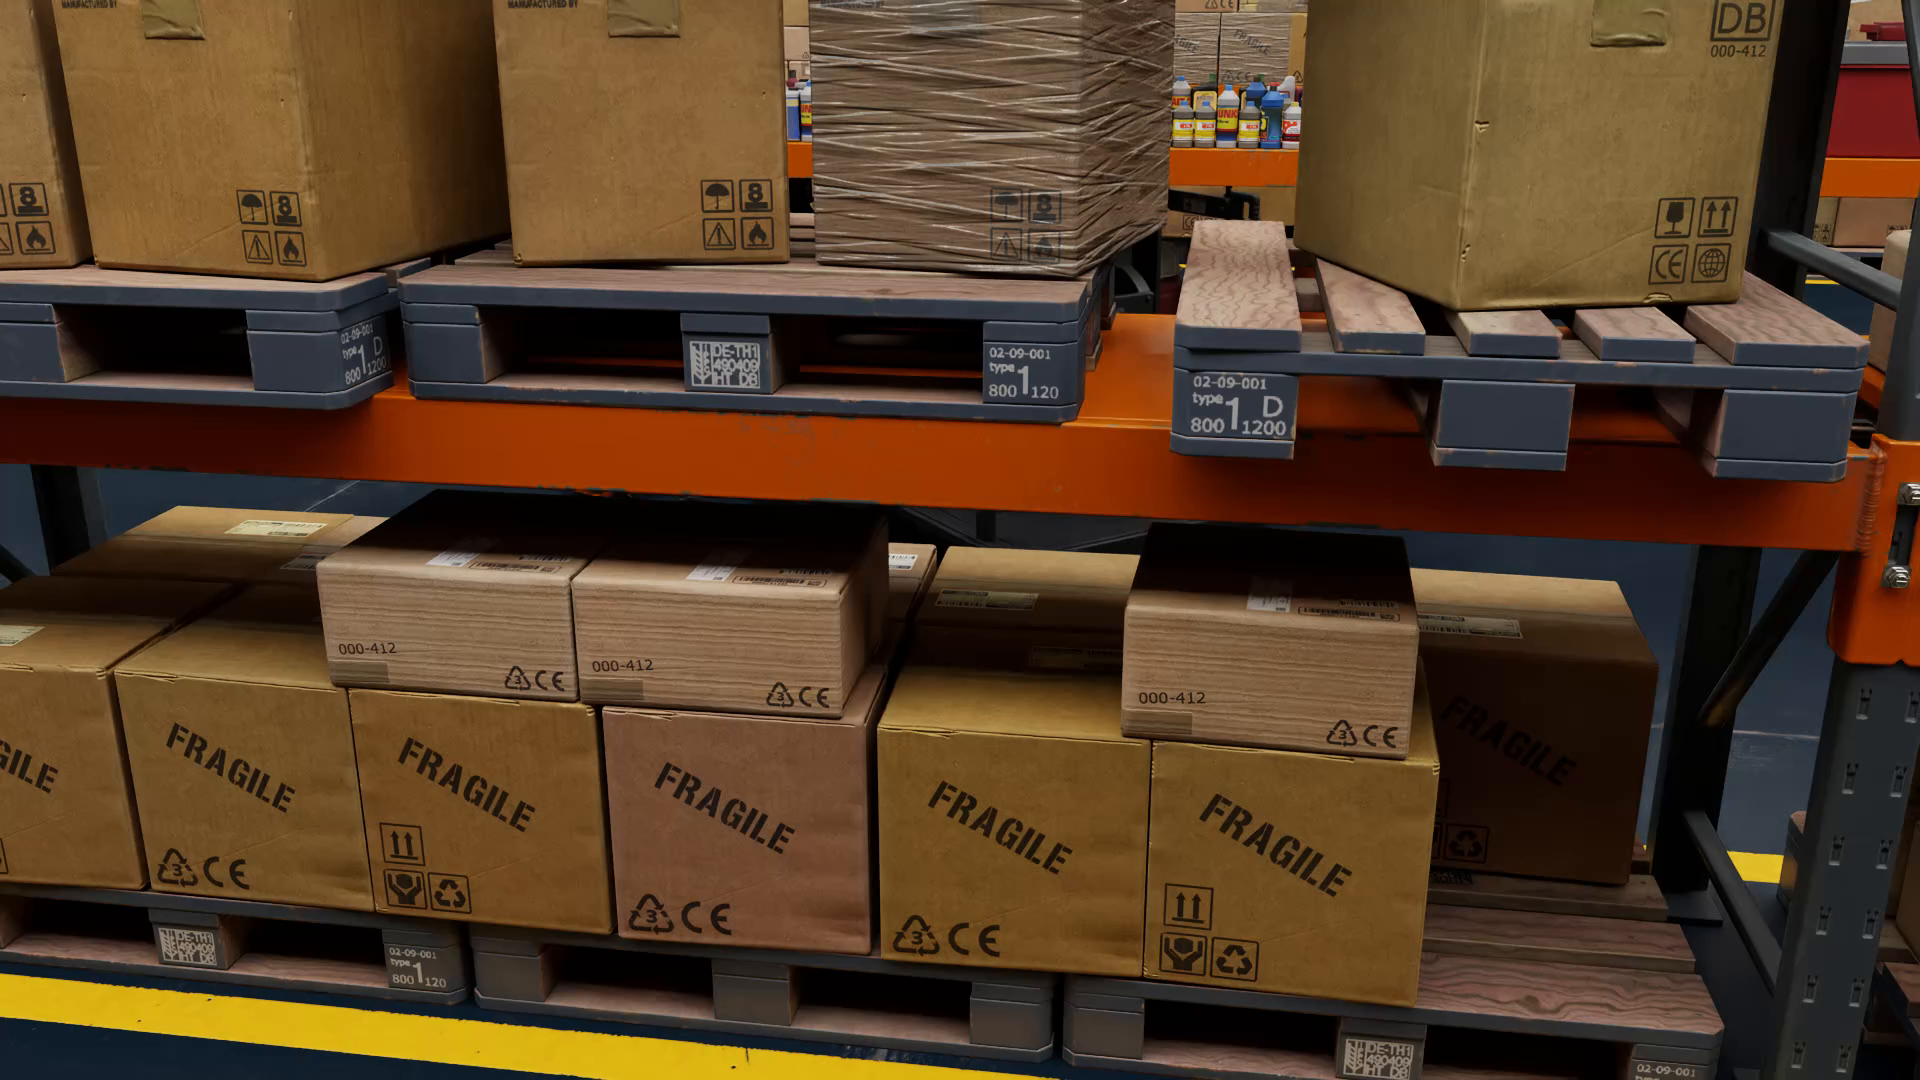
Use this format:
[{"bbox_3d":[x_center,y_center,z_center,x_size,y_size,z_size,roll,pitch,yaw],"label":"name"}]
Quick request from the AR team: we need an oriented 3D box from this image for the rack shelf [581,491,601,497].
[{"bbox_3d":[-1.447,-0.301,6.891,0.103,0.180,0.258,13,23,36],"label":"rack shelf"}]

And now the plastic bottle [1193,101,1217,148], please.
[{"bbox_3d":[1.101,-1.865,7.464,0.097,0.201,0.097,0,18,0],"label":"plastic bottle"}]

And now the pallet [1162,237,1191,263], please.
[{"bbox_3d":[1.205,-2.380,13.084,1.213,0.211,1.003,3,19,9],"label":"pallet"}]

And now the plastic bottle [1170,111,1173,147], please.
[{"bbox_3d":[0.909,-1.875,7.493,0.097,0.201,0.097,0,18,0],"label":"plastic bottle"}]

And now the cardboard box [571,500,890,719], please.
[{"bbox_3d":[-0.430,0.122,3.275,0.500,0.250,0.500,3,19,8],"label":"cardboard box"}]

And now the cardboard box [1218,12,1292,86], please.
[{"bbox_3d":[2.155,-3.599,12.173,0.500,0.500,0.500,3,19,8],"label":"cardboard box"}]

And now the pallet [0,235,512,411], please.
[{"bbox_3d":[-1.580,-0.509,3.401,1.213,0.211,1.003,3,19,9],"label":"pallet"}]

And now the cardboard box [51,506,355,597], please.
[{"bbox_3d":[-1.819,0.237,4.114,0.500,0.500,0.500,3,19,8],"label":"cardboard box"}]

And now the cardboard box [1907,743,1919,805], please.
[{"bbox_3d":[2.154,0.314,3.424,0.500,0.311,0.500,3,19,10],"label":"cardboard box"}]

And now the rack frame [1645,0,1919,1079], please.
[{"bbox_3d":[1.598,-0.474,2.991,0.127,3.000,1.000,3,19,9],"label":"rack frame"}]

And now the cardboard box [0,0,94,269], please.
[{"bbox_3d":[-1.919,-0.828,3.230,0.500,0.500,0.700,-3,19,-10],"label":"cardboard box"}]

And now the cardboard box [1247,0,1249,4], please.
[{"bbox_3d":[2.865,-5.612,17.144,0.250,0.149,0.380,2,19,6],"label":"cardboard box"}]

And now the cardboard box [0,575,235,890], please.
[{"bbox_3d":[-1.912,0.403,3.619,0.500,0.500,0.500,2,19,6],"label":"cardboard box"}]

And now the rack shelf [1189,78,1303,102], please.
[{"bbox_3d":[1.198,-3.336,12.681,4.000,0.370,1.077,3,19,9],"label":"rack shelf"}]

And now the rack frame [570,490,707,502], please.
[{"bbox_3d":[-1.576,-0.245,7.016,1.200,0.006,0.240,13,23,36],"label":"rack frame"}]

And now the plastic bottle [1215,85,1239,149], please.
[{"bbox_3d":[1.197,-1.894,7.438,0.097,0.271,0.097,0,18,0],"label":"plastic bottle"}]

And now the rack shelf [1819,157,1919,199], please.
[{"bbox_3d":[4.362,-1.583,7.442,4.000,0.370,1.077,3,19,9],"label":"rack shelf"}]

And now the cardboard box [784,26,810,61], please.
[{"bbox_3d":[-1.254,-3.788,12.665,0.500,0.250,0.500,3,19,8],"label":"cardboard box"}]

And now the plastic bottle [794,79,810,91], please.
[{"bbox_3d":[-0.761,-2.231,8.438,0.135,0.276,0.152,3,19,9],"label":"plastic bottle"}]

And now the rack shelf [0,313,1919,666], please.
[{"bbox_3d":[-0.377,-0.233,3.406,4.000,0.370,1.077,3,19,9],"label":"rack shelf"}]

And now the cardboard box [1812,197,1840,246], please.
[{"bbox_3d":[6.052,-2.466,12.193,0.500,0.500,0.700,3,19,8],"label":"cardboard box"}]

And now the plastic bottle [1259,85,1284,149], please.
[{"bbox_3d":[1.389,-1.884,7.409,0.097,0.271,0.097,0,18,0],"label":"plastic bottle"}]

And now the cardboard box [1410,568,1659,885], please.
[{"bbox_3d":[1.194,0.391,3.654,0.500,0.500,0.500,4,19,11],"label":"cardboard box"}]

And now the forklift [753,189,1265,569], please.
[{"bbox_3d":[0.356,-1.203,5.279,1.130,2.935,3.031,-11,22,-30],"label":"forklift"}]

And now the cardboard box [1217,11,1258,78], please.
[{"bbox_3d":[2.227,-3.759,12.654,0.500,0.500,0.500,2,19,7],"label":"cardboard box"}]

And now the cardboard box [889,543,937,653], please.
[{"bbox_3d":[-0.334,0.315,3.881,0.500,0.500,0.500,2,19,7],"label":"cardboard box"}]

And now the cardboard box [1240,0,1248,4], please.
[{"bbox_3d":[2.732,-5.408,16.534,0.250,0.149,0.380,3,19,10],"label":"cardboard box"}]

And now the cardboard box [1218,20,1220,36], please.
[{"bbox_3d":[2.489,-5.139,16.669,0.250,0.149,0.380,2,19,6],"label":"cardboard box"}]

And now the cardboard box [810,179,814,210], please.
[{"bbox_3d":[-1.415,-3.028,13.313,0.875,0.875,0.875,3,19,9],"label":"cardboard box"}]

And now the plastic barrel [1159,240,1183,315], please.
[{"bbox_3d":[0.787,-1.157,8.172,0.708,0.588,0.600,3,19,9],"label":"plastic barrel"}]

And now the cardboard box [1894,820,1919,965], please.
[{"bbox_3d":[2.068,0.750,3.007,0.500,0.250,0.500,3,19,8],"label":"cardboard box"}]

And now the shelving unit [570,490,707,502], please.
[{"bbox_3d":[-1.576,-0.332,6.987,1.200,0.189,0.258,13,23,36],"label":"shelving unit"}]

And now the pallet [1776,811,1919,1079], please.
[{"bbox_3d":[2.405,0.902,3.273,1.213,0.211,1.003,3,19,9],"label":"pallet"}]

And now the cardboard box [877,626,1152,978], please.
[{"bbox_3d":[0.126,0.503,3.317,0.500,0.500,0.500,2,19,7],"label":"cardboard box"}]

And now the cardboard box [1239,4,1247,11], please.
[{"bbox_3d":[2.728,-5.267,16.583,0.250,0.149,0.380,3,19,9],"label":"cardboard box"}]

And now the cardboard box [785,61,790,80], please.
[{"bbox_3d":[-1.384,-3.585,12.685,0.250,0.149,0.380,3,19,10],"label":"cardboard box"}]

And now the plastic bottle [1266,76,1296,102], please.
[{"bbox_3d":[1.555,-2.113,8.086,0.135,0.276,0.152,3,19,9],"label":"plastic bottle"}]

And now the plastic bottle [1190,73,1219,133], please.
[{"bbox_3d":[1.202,-2.149,8.182,0.133,0.283,0.061,3,19,9],"label":"plastic bottle"}]

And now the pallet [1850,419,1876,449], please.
[{"bbox_3d":[4.347,-0.590,7.733,1.213,0.211,1.003,3,19,9],"label":"pallet"}]

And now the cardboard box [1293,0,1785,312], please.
[{"bbox_3d":[0.958,-0.717,2.898,0.500,0.500,0.700,-3,19,-10],"label":"cardboard box"}]

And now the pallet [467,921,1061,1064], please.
[{"bbox_3d":[-0.334,0.737,3.767,1.213,0.211,1.003,3,19,9],"label":"pallet"}]

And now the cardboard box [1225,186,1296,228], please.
[{"bbox_3d":[2.495,-2.810,12.660,0.875,0.875,1.225,2,19,6],"label":"cardboard box"}]

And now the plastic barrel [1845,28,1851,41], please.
[{"bbox_3d":[3.853,-2.072,7.593,0.421,0.512,0.421,0,18,0],"label":"plastic barrel"}]

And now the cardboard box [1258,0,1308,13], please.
[{"bbox_3d":[2.454,-4.142,12.216,0.637,0.503,0.797,4,19,11],"label":"cardboard box"}]

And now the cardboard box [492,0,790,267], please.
[{"bbox_3d":[-0.597,-0.852,3.303,0.500,0.500,0.700,-2,19,-5],"label":"cardboard box"}]

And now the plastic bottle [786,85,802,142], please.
[{"bbox_3d":[-0.804,-2.007,7.769,0.135,0.276,0.152,3,19,9],"label":"plastic bottle"}]

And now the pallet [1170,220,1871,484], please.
[{"bbox_3d":[0.918,-0.395,3.058,1.003,0.211,1.213,3,19,9],"label":"pallet"}]

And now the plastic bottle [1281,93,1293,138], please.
[{"bbox_3d":[1.553,-2.037,7.978,0.097,0.201,0.097,0,18,0],"label":"plastic bottle"}]

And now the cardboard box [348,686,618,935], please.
[{"bbox_3d":[-0.892,0.453,3.467,0.500,0.500,0.500,3,19,9],"label":"cardboard box"}]
